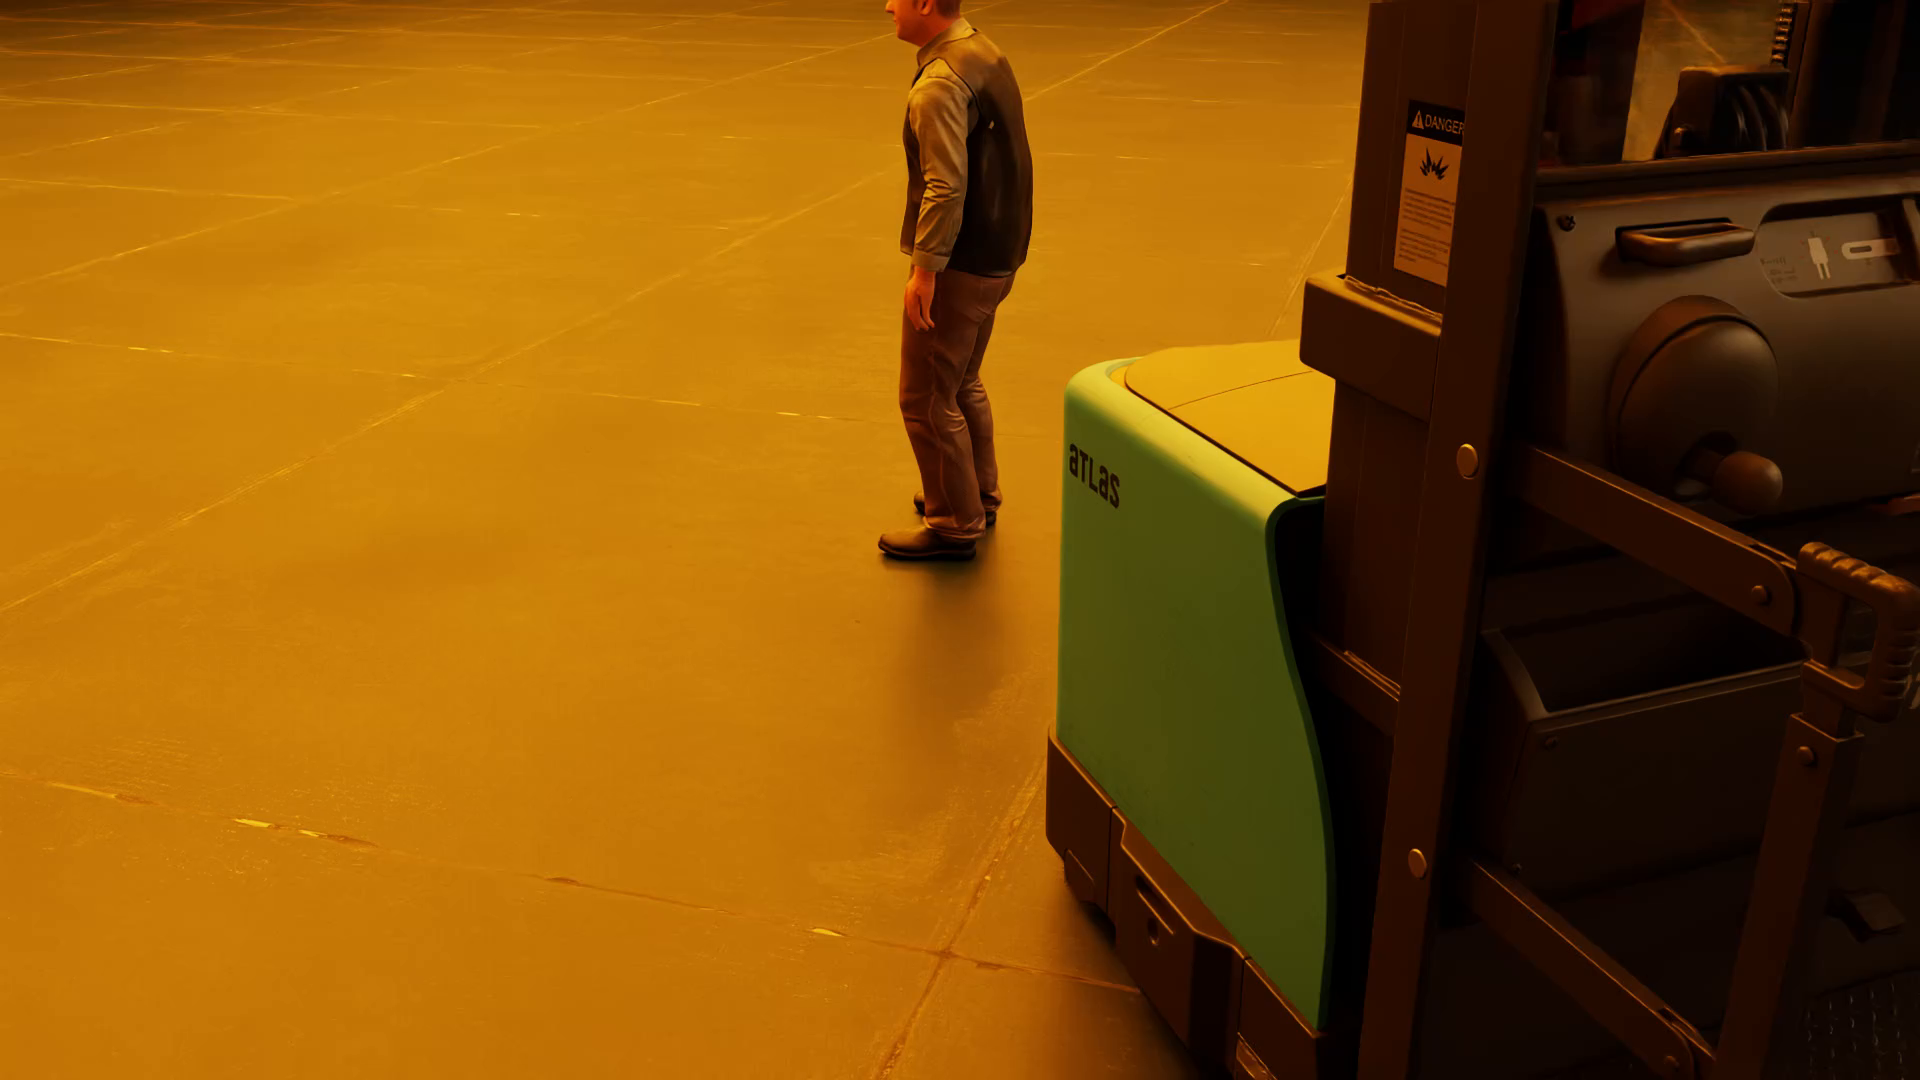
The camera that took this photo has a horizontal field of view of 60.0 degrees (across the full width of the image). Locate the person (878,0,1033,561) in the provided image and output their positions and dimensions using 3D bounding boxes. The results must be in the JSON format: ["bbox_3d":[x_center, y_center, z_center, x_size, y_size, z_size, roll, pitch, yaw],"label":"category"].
[{"bbox_3d":[-0.007,-0.792,4.786,0.422,1.720,0.580,6,23,14],"label":"person"}]

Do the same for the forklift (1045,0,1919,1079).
[{"bbox_3d":[1.178,-0.234,1.846,1.130,2.935,3.031,-8,24,-19],"label":"forklift"}]
